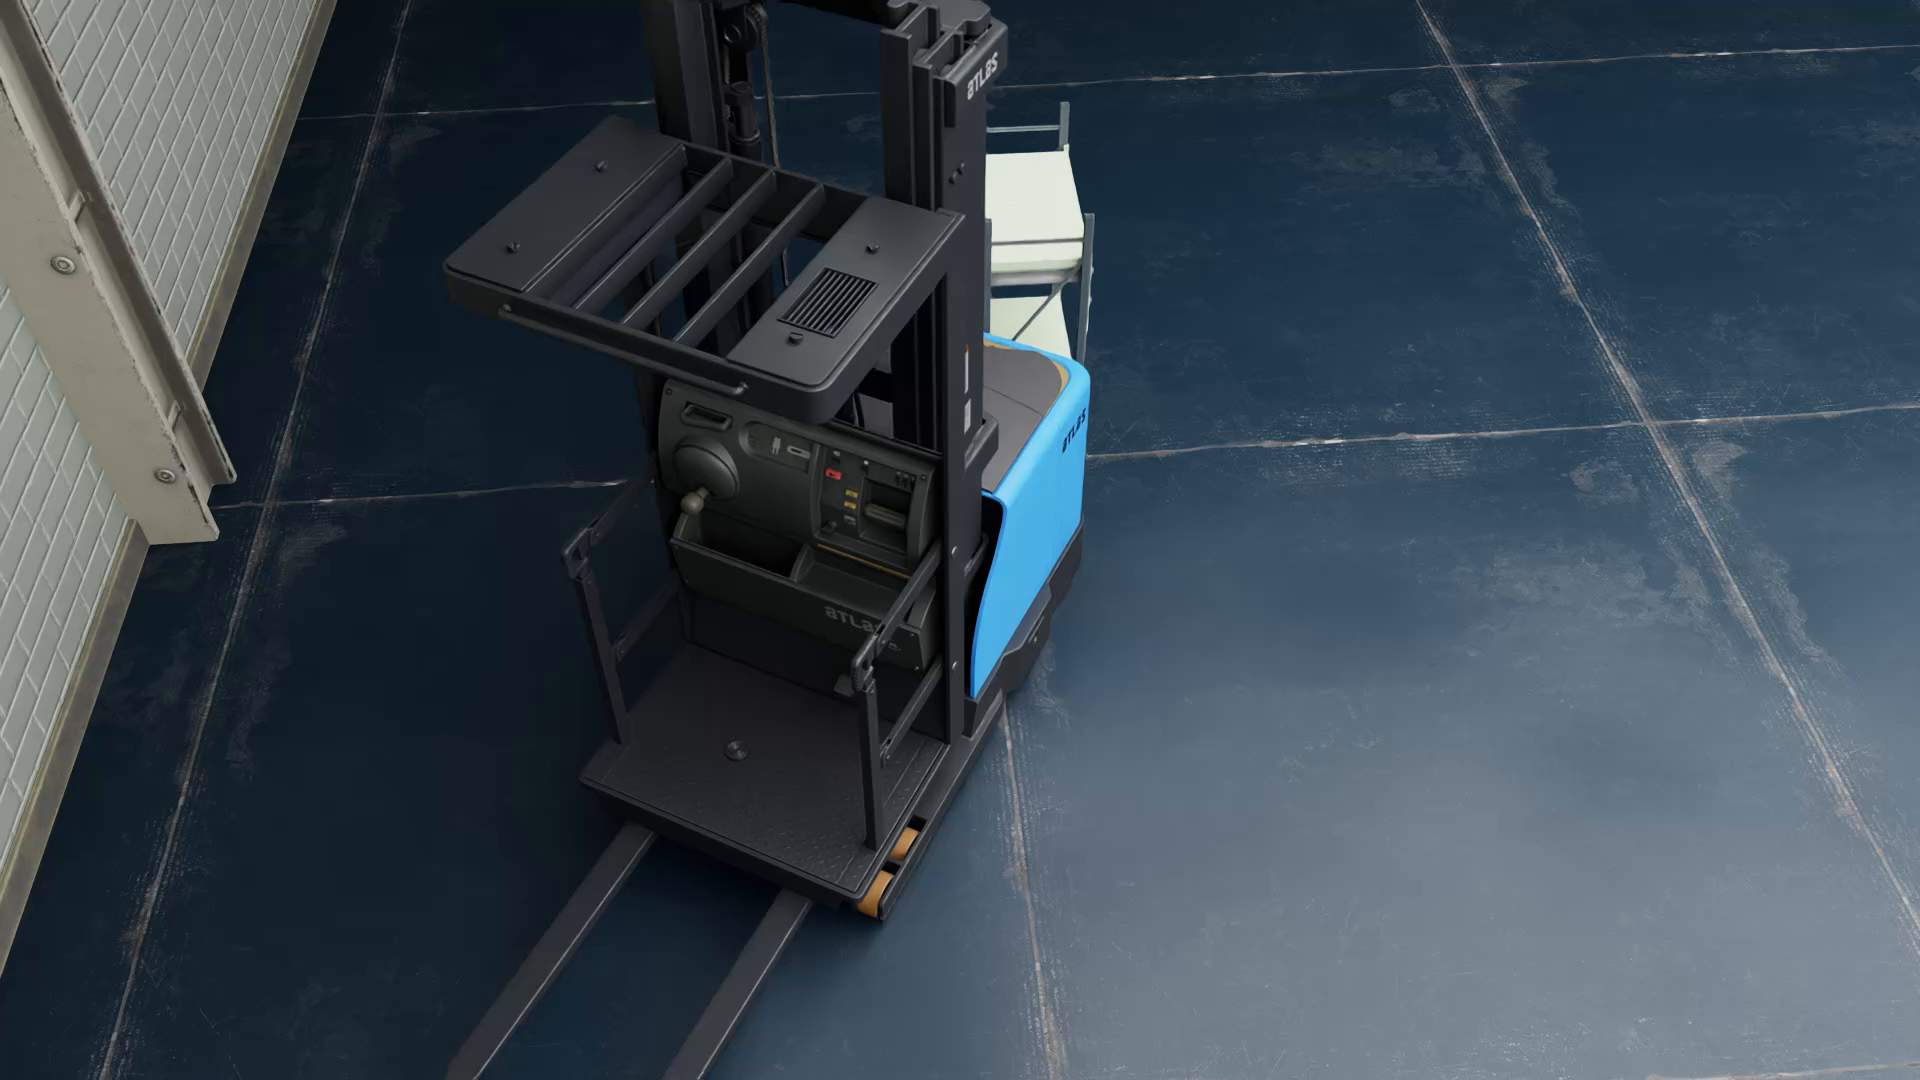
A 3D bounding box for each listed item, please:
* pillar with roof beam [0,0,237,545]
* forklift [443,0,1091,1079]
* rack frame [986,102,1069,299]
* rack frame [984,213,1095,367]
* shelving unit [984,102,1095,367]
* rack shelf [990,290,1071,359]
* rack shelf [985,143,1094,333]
[{"bbox_3d":[1.043,-3.488,3.992,9.100,9.000,0.400,-3,47,-3],"label":"pillar with roof beam"},{"bbox_3d":[-0.606,-0.094,4.957,1.130,2.935,3.031,19,50,17],"label":"forklift"},{"bbox_3d":[0.222,-1.158,6.951,0.400,1.500,0.023,-3,47,-3],"label":"rack frame"},{"bbox_3d":[0.278,-0.629,6.449,0.400,1.500,0.023,-3,47,-3],"label":"rack frame"},{"bbox_3d":[0.250,-0.893,6.700,0.431,1.500,0.755,-3,47,-3],"label":"shelving unit"},{"bbox_3d":[0.250,-0.669,6.936,0.431,0.370,0.720,-3,47,-3],"label":"rack shelf"},{"bbox_3d":[0.250,-1.162,6.416,0.431,0.370,0.720,-3,47,-3],"label":"rack shelf"}]
